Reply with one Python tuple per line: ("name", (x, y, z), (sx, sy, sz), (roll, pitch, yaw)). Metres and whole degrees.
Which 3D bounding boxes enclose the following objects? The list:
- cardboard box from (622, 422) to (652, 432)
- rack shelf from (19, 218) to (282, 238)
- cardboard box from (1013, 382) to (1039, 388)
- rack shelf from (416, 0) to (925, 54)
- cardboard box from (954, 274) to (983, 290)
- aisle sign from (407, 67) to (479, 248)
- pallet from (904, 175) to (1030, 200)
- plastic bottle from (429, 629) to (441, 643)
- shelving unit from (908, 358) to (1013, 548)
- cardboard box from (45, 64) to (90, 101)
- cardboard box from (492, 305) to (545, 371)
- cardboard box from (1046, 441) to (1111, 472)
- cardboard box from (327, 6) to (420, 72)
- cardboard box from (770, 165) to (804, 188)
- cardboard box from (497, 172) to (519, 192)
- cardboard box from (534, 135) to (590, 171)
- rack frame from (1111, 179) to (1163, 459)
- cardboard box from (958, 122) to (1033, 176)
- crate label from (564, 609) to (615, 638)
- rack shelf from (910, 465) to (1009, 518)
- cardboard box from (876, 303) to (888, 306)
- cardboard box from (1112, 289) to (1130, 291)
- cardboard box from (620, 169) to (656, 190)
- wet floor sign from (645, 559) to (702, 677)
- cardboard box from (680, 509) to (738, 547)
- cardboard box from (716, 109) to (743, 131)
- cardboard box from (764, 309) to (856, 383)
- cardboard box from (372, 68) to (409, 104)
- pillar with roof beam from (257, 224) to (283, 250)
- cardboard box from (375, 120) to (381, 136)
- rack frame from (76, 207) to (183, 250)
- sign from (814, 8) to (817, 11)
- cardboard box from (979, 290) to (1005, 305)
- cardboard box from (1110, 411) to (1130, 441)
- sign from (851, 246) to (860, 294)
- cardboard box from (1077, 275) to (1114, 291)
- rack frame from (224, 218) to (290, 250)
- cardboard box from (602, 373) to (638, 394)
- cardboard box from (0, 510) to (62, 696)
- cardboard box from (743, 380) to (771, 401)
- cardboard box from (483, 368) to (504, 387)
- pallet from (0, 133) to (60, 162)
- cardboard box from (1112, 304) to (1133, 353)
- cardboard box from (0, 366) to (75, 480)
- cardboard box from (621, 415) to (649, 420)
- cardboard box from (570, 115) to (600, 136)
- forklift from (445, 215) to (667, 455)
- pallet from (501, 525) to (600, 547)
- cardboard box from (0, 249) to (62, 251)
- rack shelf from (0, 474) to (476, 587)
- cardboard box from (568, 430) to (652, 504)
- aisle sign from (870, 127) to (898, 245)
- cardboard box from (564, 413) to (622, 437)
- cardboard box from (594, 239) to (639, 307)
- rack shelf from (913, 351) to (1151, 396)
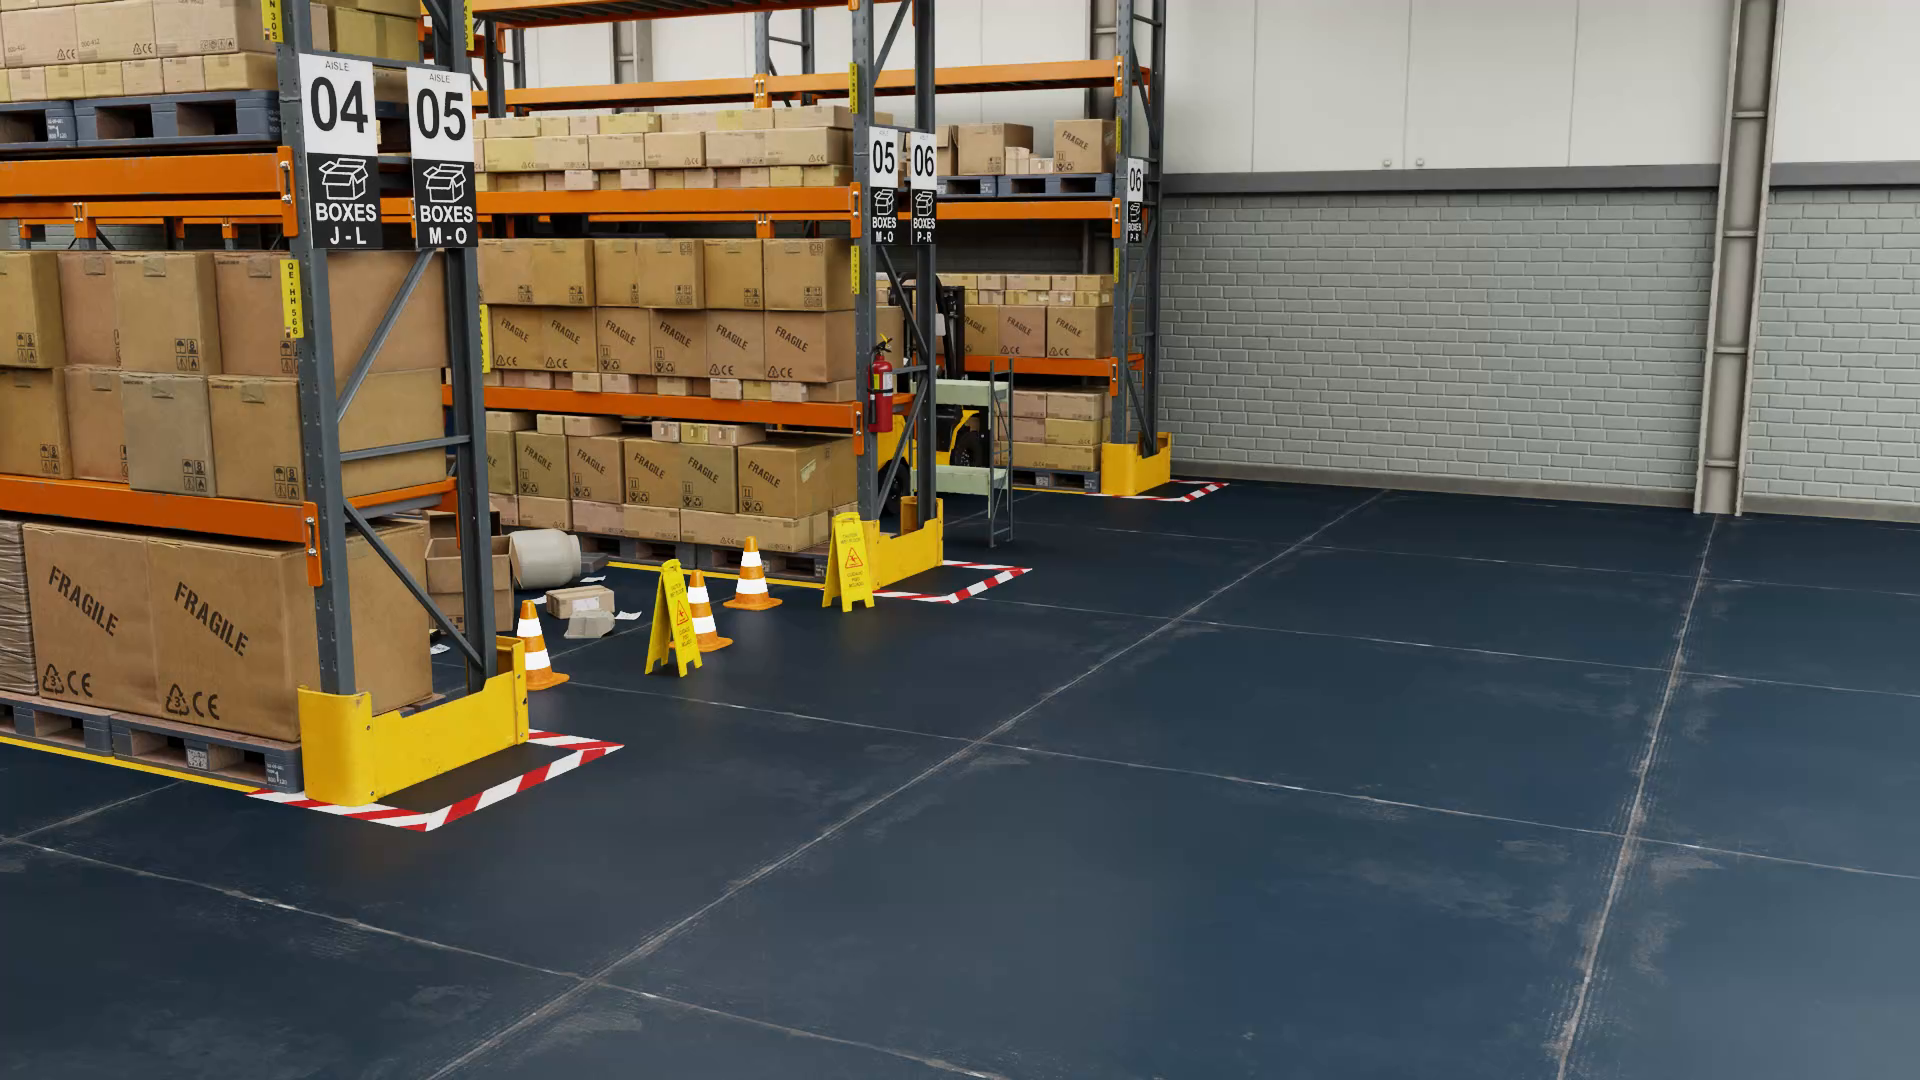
("cardboard box", (-2.476, -0.665, 13.419), (0.500, 0.500, 0.500), (6, 12, 29))
("rack shelf", (-10.815, -4.229, 22.273), (4.000, 0.370, 1.077), (5, 11, 26))
("cardboard box", (0.499, -1.498, 17.317), (0.500, 0.250, 0.500), (5, 11, 25))
("rack shelf", (-2.247, -3.965, 12.399), (4.000, 0.370, 1.077), (5, 11, 26))
("cardboard box", (0.137, -2.598, 16.724), (0.250, 0.149, 0.380), (5, 12, 27))
("aisle sign", (-2.356, -1.734, 7.589), (0.004, 0.787, 0.394), (5, 11, 26))
("pallet", (0.019, -3.592, 16.982), (1.213, 0.211, 1.003), (5, 11, 26))
("plastic bottle", (-3.374, 0.592, 10.290), (0.283, 0.061, 0.133), (1, 10, 6))
("shelving unit", (0.006, -0.737, 13.594), (0.755, 1.500, 0.431), (5, 11, 26))
("cardboard box", (-3.914, -2.073, 7.584), (0.250, 0.149, 0.380), (5, 11, 25))
("cardboard box", (-3.308, -1.607, 13.069), (0.500, 0.500, 0.500), (5, 11, 26))
("cardboard box", (1.179, -0.844, 16.514), (0.500, 0.250, 0.500), (5, 11, 26))
("cardboard box", (-2.872, -2.296, 7.697), (0.500, 0.250, 0.500), (5, 11, 26))
("cardboard box", (-1.134, -2.561, 11.742), (0.250, 0.149, 0.380), (5, 11, 26))
("cardboard box", (-3.388, -2.783, 12.970), (0.250, 0.149, 0.380), (5, 11, 26))
("cardboard box", (-2.857, -2.916, 12.581), (0.500, 0.250, 0.500), (5, 11, 26))
("rack frame", (1.740, -2.004, 16.380), (0.127, 3.000, 1.000), (5, 11, 26))
("cardboard box", (0.361, -3.878, 16.570), (0.500, 0.500, 0.700), (5, 11, 26))
("crate label", (-2.328, 0.522, 10.462), (0.298, 0.136, 0.250), (-1, 10, -4))
("rack shelf", (0.006, -0.417, 13.652), (0.720, 0.370, 0.431), (5, 11, 26))
("cardboard box", (-0.636, -2.214, 17.258), (0.500, 0.500, 0.500), (5, 11, 25))
("cardboard box", (1.551, -2.441, 16.690), (0.250, 0.149, 0.380), (5, 11, 24))
("cardboard box", (-2.294, -2.661, 12.292), (0.250, 0.149, 0.380), (5, 11, 25))
("wet floor sign", (-1.651, 0.432, 9.531), (0.232, 0.644, 0.267), (3, 11, 16))
("cardboard box", (-1.758, -0.127, 12.553), (0.500, 0.250, 0.500), (5, 11, 26))
("cardboard box", (-1.543, -3.007, 11.967), (0.250, 0.149, 0.380), (5, 11, 26))
("cardboard box", (-1.062, -1.405, 11.956), (0.500, 0.500, 0.500), (5, 11, 25))
("cardboard box", (-2.718, -2.099, 7.728), (0.250, 0.149, 0.380), (5, 11, 26))
("pillar with roof beam", (-11.152, -5.413, 18.371), (0.400, 9.000, 9.100), (5, 11, 26))
("cardboard box", (-4.616, -3.406, 13.544), (0.500, 0.250, 0.500), (5, 12, 27))
("rack frame", (-7.627, -1.841, 15.482), (0.127, 3.000, 1.000), (5, 11, 26))
("sign", (-1.580, -5.896, 17.970), (0.005, 0.325, 0.100), (5, 11, 26))
("cardboard box", (0.380, -2.435, 16.662), (0.250, 0.149, 0.380), (5, 11, 24))
("cardboard box", (1.410, -1.174, 16.931), (0.500, 0.250, 0.500), (5, 12, 27))
("sign", (-0.717, -1.849, 11.386), (0.005, 0.325, 0.100), (5, 11, 26))
("cardboard box", (1.326, -2.513, 16.257), (0.250, 0.149, 0.380), (5, 11, 26))
("rack frame", (-9.021, -2.950, 21.605), (0.127, 3.000, 1.000), (5, 11, 26))
("cardboard box", (-2.518, -1.209, 12.692), (0.250, 0.149, 0.380), (5, 11, 26))
("cardboard box", (-4.797, 0.242, 8.755), (0.875, 0.875, 0.875), (5, 11, 26))
("cardboard box", (-1.380, -1.109, 12.138), (0.250, 0.149, 0.380), (5, 11, 25))
("cardboard box", (-3.650, -1.315, 13.278), (0.250, 0.149, 0.380), (5, 12, 27))
("pallet", (-5.411, -2.094, 8.703), (1.213, 0.211, 1.003), (5, 11, 26))
("cardboard box", (1.419, -2.137, 16.832), (0.500, 0.500, 0.500), (5, 12, 28))
("cardboard box", (-4.349, -0.647, 8.464), (0.500, 0.550, 0.875), (5, 11, 26))
("cardboard box", (-3.688, -1.518, 19.184), (0.625, 0.625, 0.875), (5, 11, 23))
("cardboard box", (-2.710, -3.100, 12.481), (0.250, 0.149, 0.380), (5, 11, 25))
("forklift", (-3.312, -1.734, 15.081), (3.031, 2.935, 1.130), (5, 11, 27))
("pallet", (-3.422, -0.107, 13.727), (1.213, 0.211, 1.003), (5, 11, 26))
("cardboard box", (-4.856, -1.209, 8.534), (0.550, 0.550, 0.875), (5, 11, 26))
("rack shelf", (-4.346, -0.216, 8.521), (4.000, 0.370, 1.077), (5, 11, 26))
("cardboard box", (-2.681, -0.578, 12.936), (0.500, 0.500, 0.500), (6, 12, 29))
("aisle sign", (-0.526, -2.439, 11.484), (0.004, 0.787, 0.394), (5, 11, 26))
("cardboard box", (-2.840, -0.898, 12.884), (0.250, 0.149, 0.380), (6, 12, 29))
("cardboard box", (-2.347, -2.030, 12.602), (0.500, 0.500, 0.700), (5, 11, 25))
("rack shelf", (-0.054, -1.808, 17.315), (4.000, 0.370, 1.077), (5, 11, 26))
